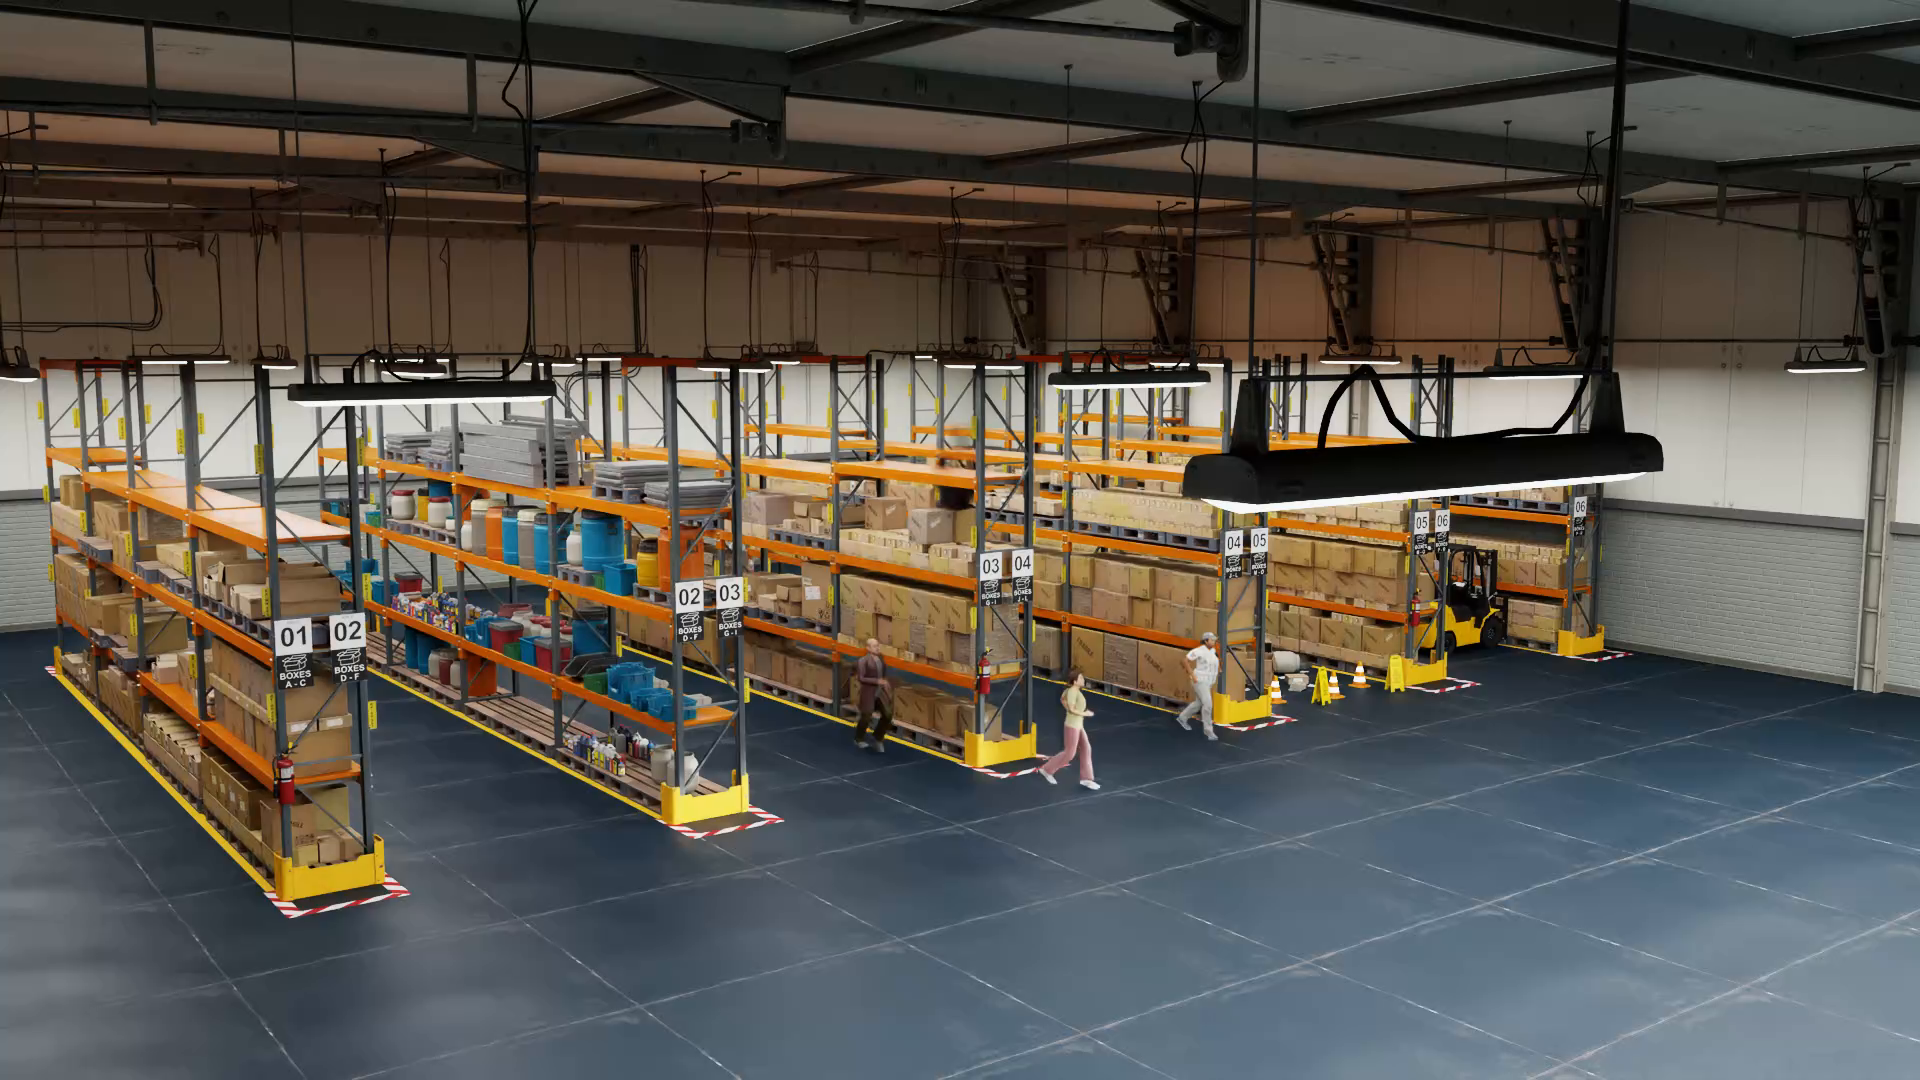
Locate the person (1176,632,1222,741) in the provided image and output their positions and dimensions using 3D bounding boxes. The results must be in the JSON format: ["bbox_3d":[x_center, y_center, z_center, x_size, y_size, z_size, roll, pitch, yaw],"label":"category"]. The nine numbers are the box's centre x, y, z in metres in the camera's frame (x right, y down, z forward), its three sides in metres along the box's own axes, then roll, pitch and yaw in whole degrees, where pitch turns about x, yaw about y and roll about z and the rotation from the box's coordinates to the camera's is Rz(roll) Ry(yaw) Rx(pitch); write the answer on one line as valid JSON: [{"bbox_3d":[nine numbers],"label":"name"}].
[{"bbox_3d":[3.909,2.316,26.779,0.882,1.674,0.629,5,9,37],"label":"person"}]

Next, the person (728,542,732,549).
[{"bbox_3d":[-5.729,0.529,41.647,0.552,1.601,0.677,-1,7,-10],"label":"person"}]

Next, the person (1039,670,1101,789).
[{"bbox_3d":[1.574,2.680,23.591,0.874,1.689,0.596,1,7,9],"label":"person"}]

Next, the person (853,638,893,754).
[{"bbox_3d":[-1.331,2.398,25.530,0.665,1.807,0.877,-6,9,-41],"label":"person"}]

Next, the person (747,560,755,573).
[{"bbox_3d":[-4.423,1.268,35.014,0.664,1.733,0.645,-6,9,-39],"label":"person"}]
